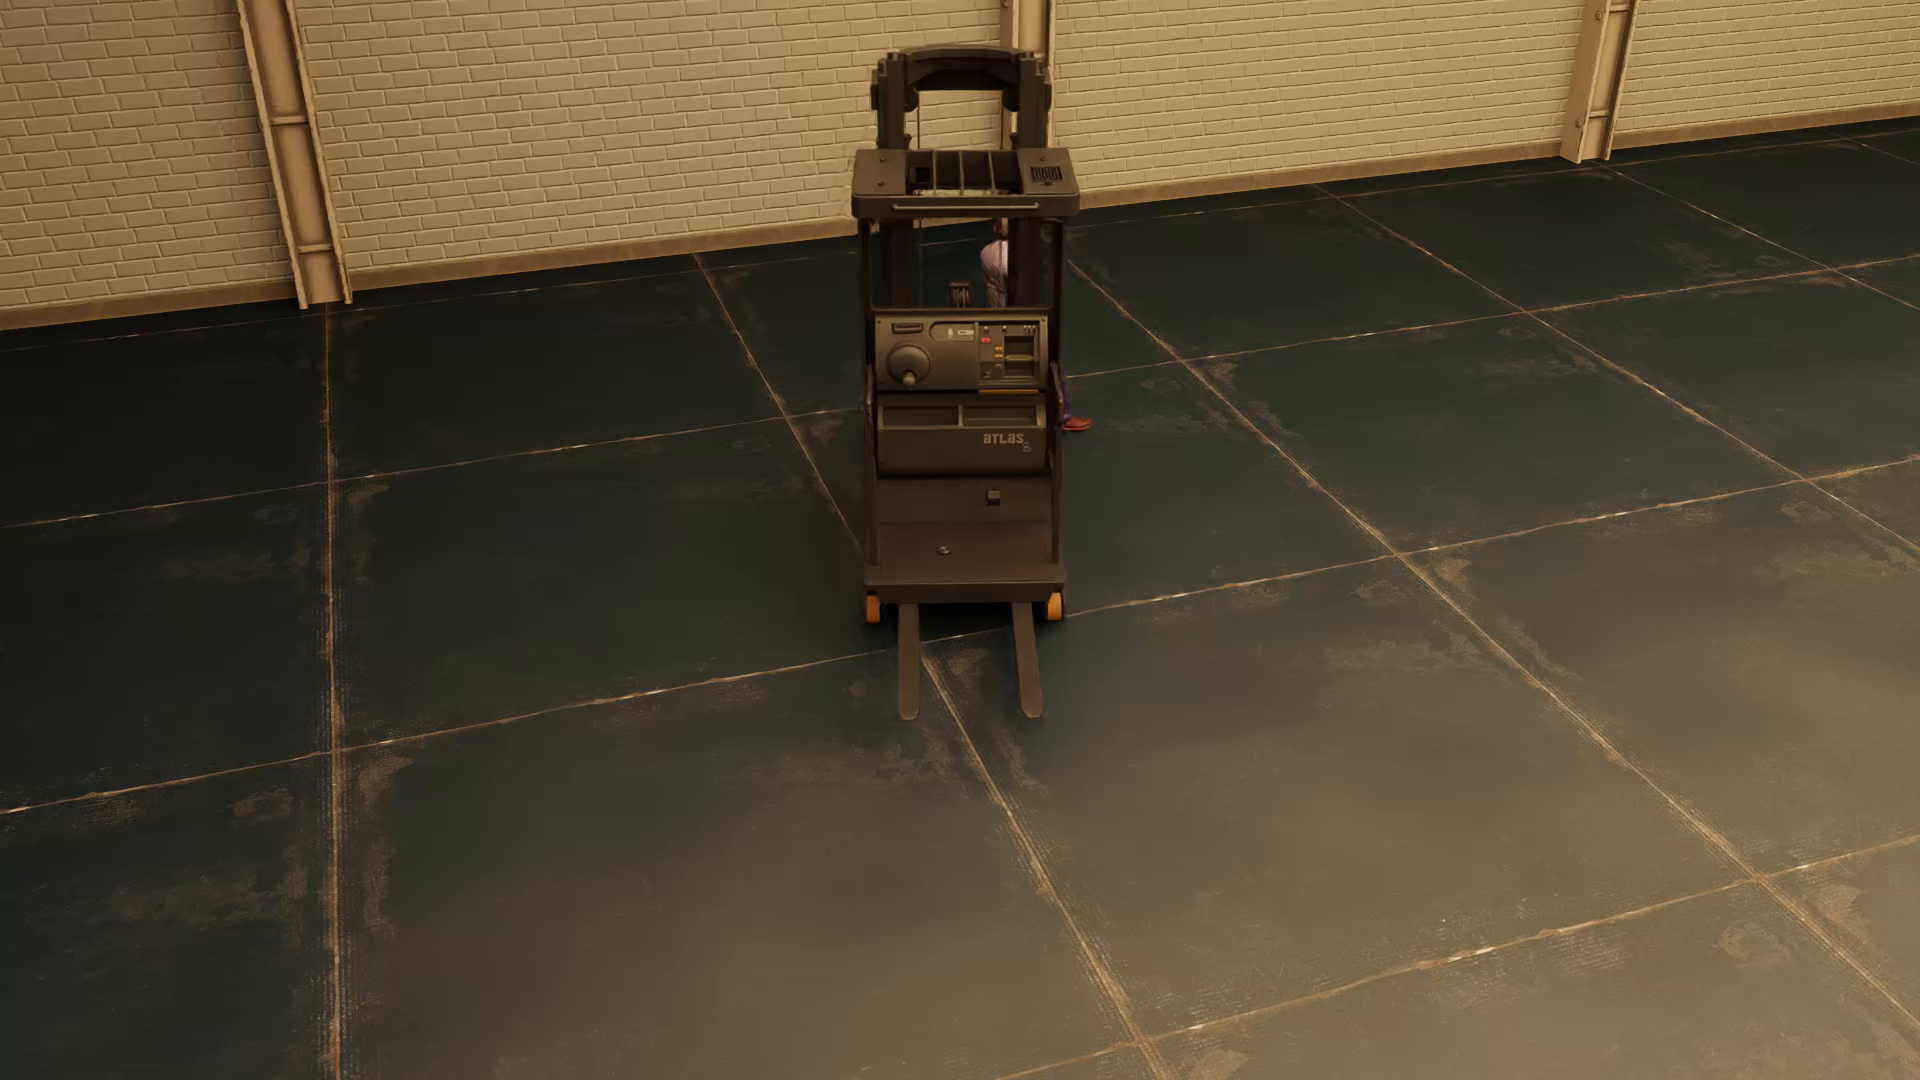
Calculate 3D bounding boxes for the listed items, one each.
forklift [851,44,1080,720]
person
[{"bbox_3d":[0.016,-0.966,8.766,1.130,2.935,3.031,-1,30,-1],"label":"forklift"},{"bbox_3d":[0.470,-1.418,10.932,0.810,1.555,0.723,-18,35,-29],"label":"person"}]
